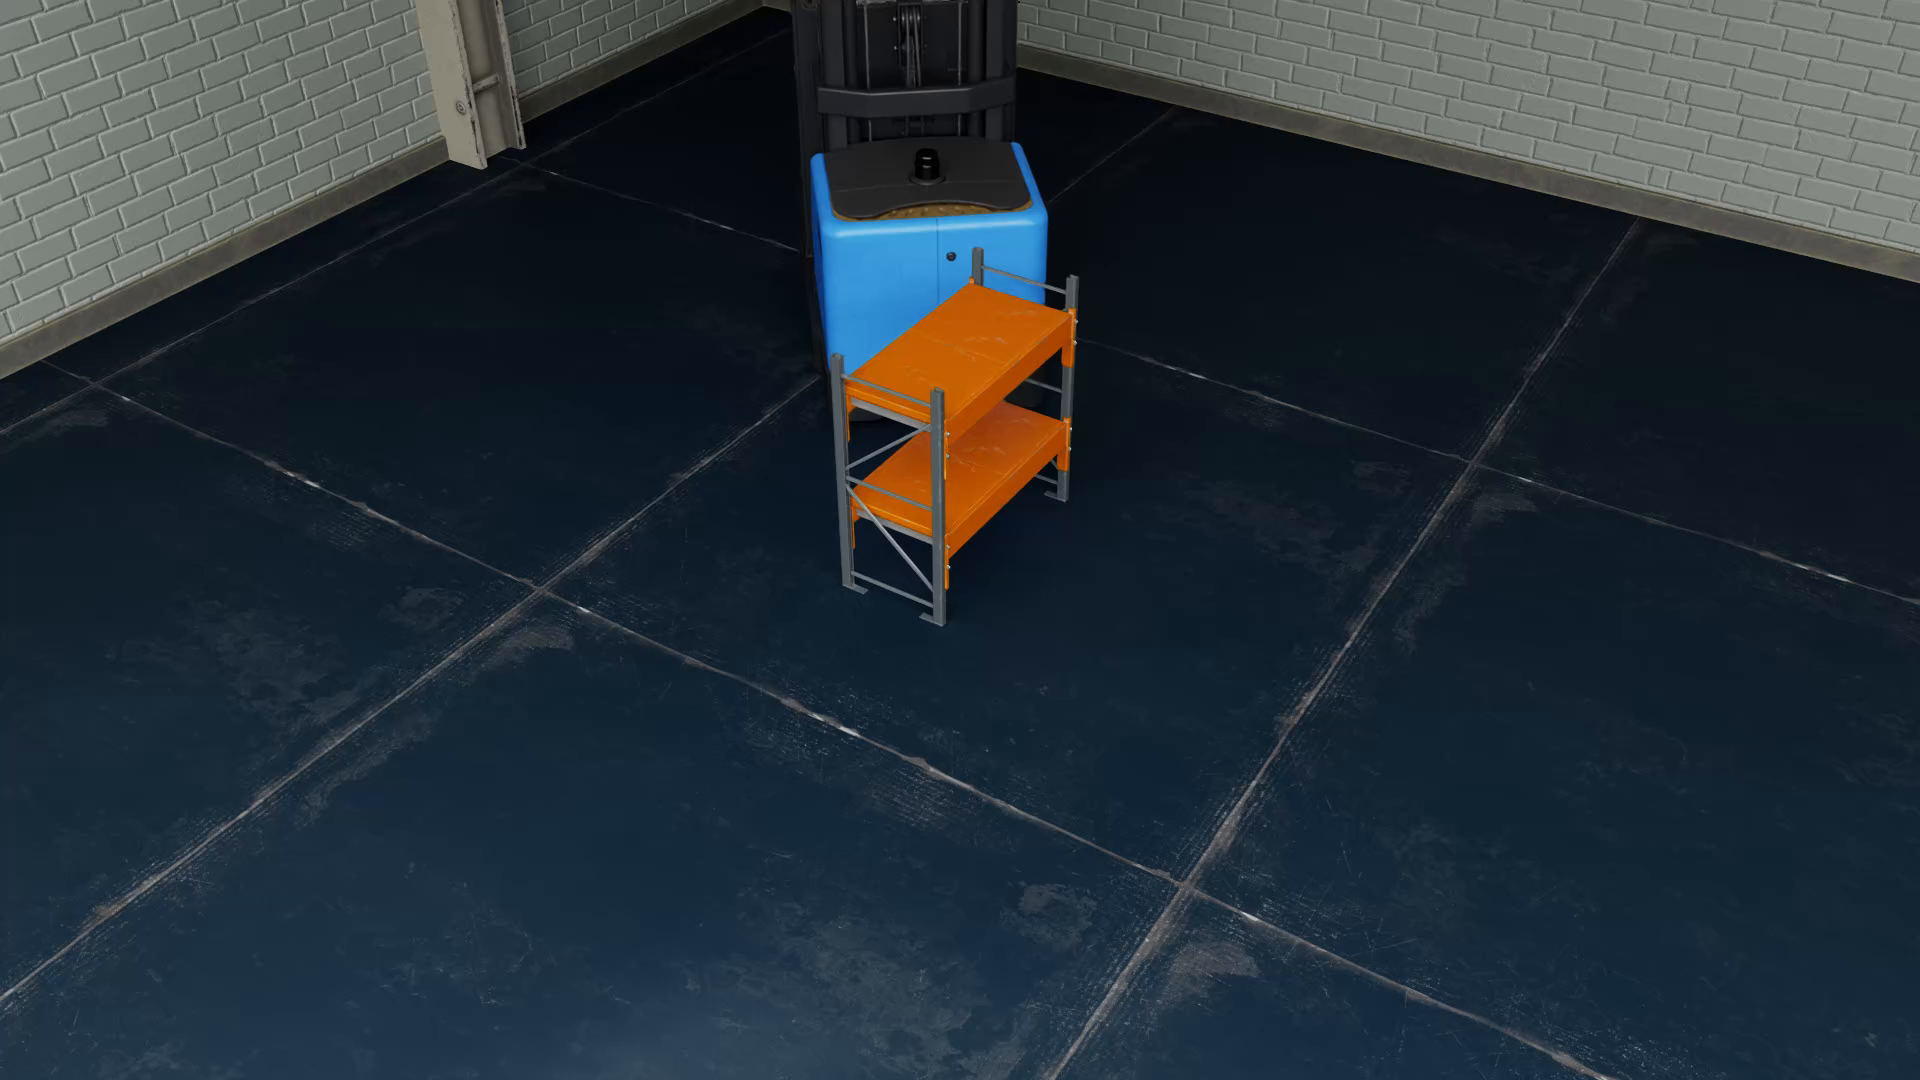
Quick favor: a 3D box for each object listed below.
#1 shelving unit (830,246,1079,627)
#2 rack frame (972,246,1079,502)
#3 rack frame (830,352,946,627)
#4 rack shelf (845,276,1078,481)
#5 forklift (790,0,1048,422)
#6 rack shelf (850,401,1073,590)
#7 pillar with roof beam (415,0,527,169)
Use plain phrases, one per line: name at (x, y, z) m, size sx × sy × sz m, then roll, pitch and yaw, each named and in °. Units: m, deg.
shelving unit at (-0.004, -0.442, 6.902) m, size 0.538 × 1.125 × 1.048 m, roll 21°, pitch 42°, yaw 25°
rack frame at (0.269, -0.704, 7.242) m, size 0.500 × 1.125 × 0.032 m, roll 21°, pitch 42°, yaw 25°
rack frame at (-0.276, -0.180, 6.562) m, size 0.500 × 1.125 × 0.032 m, roll 21°, pitch 42°, yaw 25°
rack shelf at (-0.004, -0.674, 6.723) m, size 0.538 × 0.278 × 1.000 m, roll 21°, pitch 42°, yaw 25°
forklift at (-0.301, -2.613, 8.239) m, size 1.130 × 2.935 × 3.031 m, roll -5°, pitch 38°, yaw -6°
rack shelf at (-0.004, -0.248, 7.051) m, size 0.538 × 0.278 × 1.000 m, roll 21°, pitch 42°, yaw 25°
pillar with roof beam at (0.677, -4.579, 5.820) m, size 9.100 × 9.000 × 0.400 m, roll 21°, pitch 42°, yaw 25°
